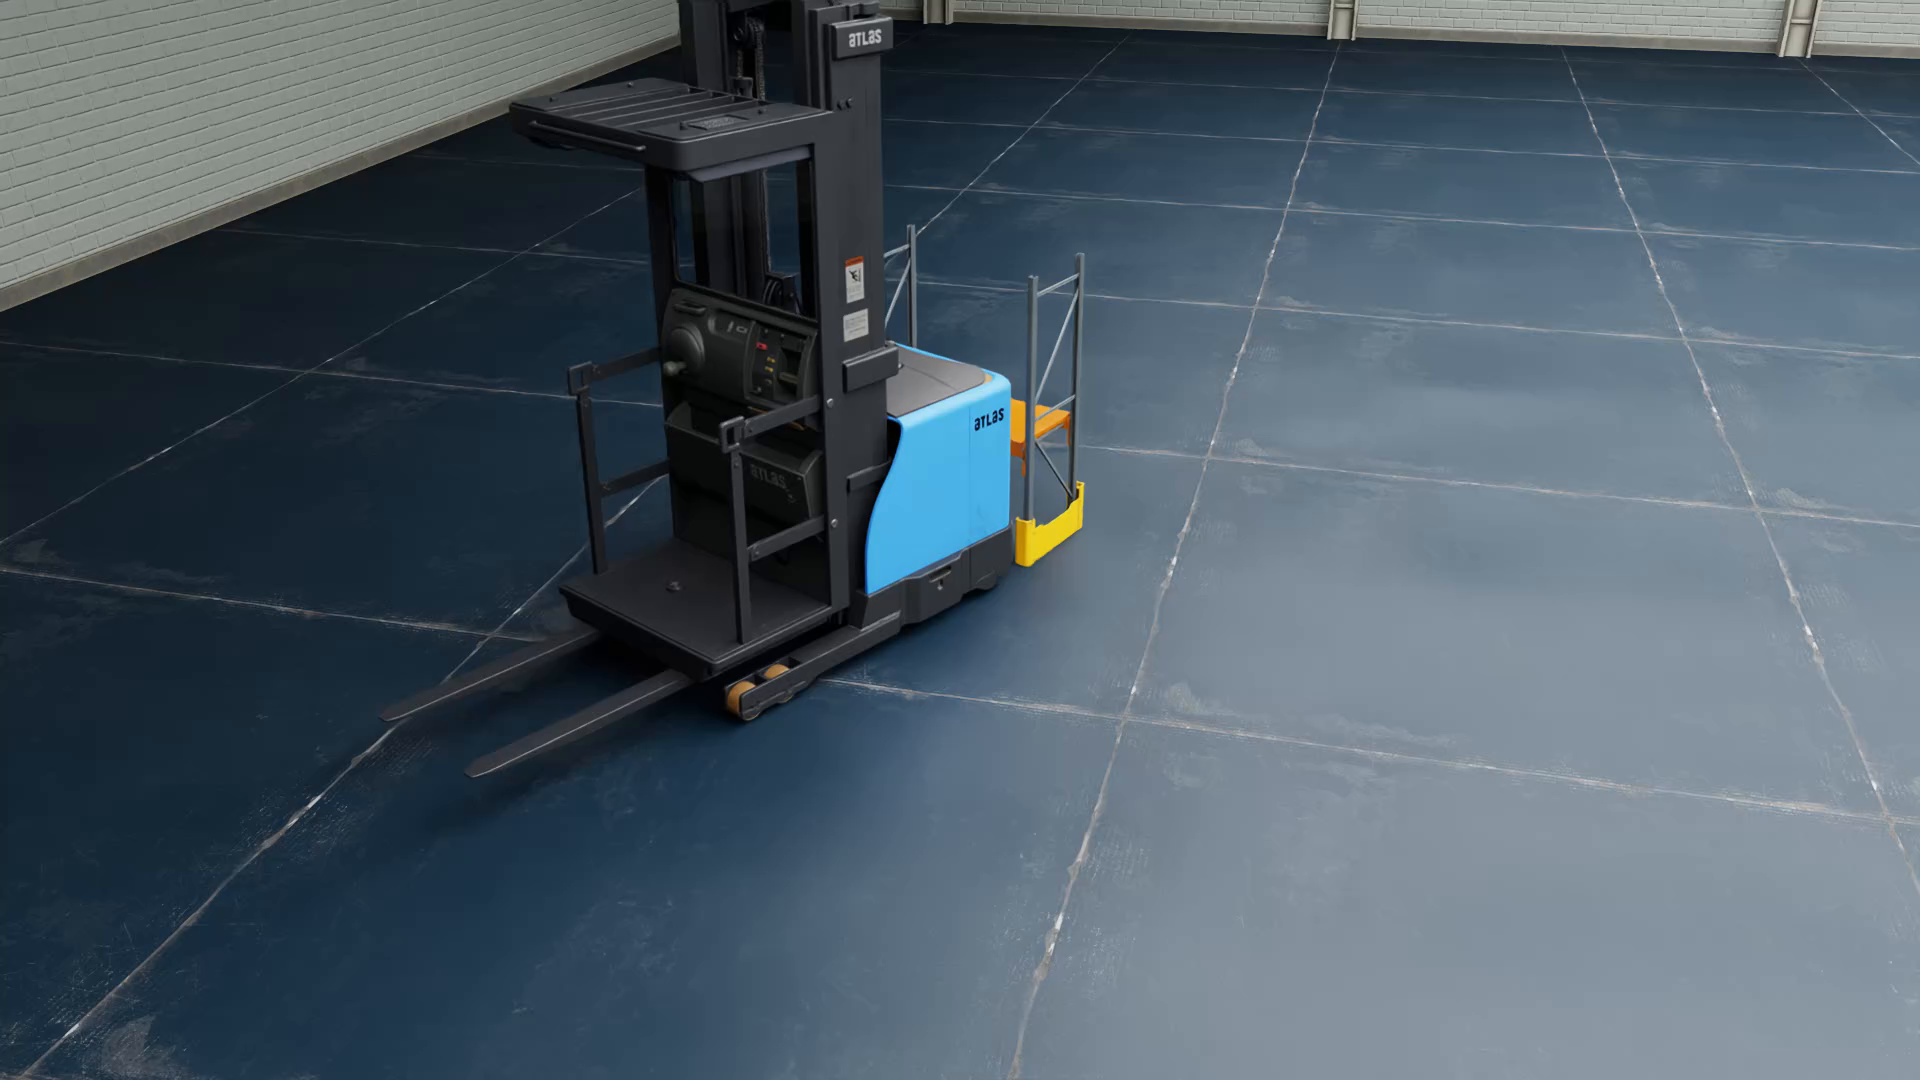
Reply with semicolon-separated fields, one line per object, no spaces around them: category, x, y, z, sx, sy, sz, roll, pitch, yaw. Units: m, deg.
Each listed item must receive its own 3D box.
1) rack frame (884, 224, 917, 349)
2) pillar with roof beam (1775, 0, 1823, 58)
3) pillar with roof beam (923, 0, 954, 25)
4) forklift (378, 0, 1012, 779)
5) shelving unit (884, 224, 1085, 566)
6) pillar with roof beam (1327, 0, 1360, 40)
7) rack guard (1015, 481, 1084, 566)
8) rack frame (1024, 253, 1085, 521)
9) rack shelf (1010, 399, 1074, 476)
rack frame;-0.383;-0.893;8.881;0.032;1.500;0.500;16;30;29
pillar with roof beam;10.223;-8.846;16.863;0.400;9.000;9.100;6;26;13
pillar with roof beam;-1.399;-10.131;19.561;0.400;9.000;9.100;6;26;13
forklift;-1.099;-0.796;7.012;1.130;2.935;3.031;21;33;37
shelving unit;0.051;-0.772;8.627;1.083;1.500;0.587;16;30;29
pillar with roof beam;4.412;-9.489;18.212;0.400;9.000;9.100;6;26;13
rack guard;0.469;-0.091;8.650;0.087;0.250;0.587;16;30;29
rack frame;0.470;-0.655;8.381;0.032;1.500;0.500;16;30;29
rack shelf;0.044;-0.612;8.708;1.000;0.185;0.538;16;30;29
